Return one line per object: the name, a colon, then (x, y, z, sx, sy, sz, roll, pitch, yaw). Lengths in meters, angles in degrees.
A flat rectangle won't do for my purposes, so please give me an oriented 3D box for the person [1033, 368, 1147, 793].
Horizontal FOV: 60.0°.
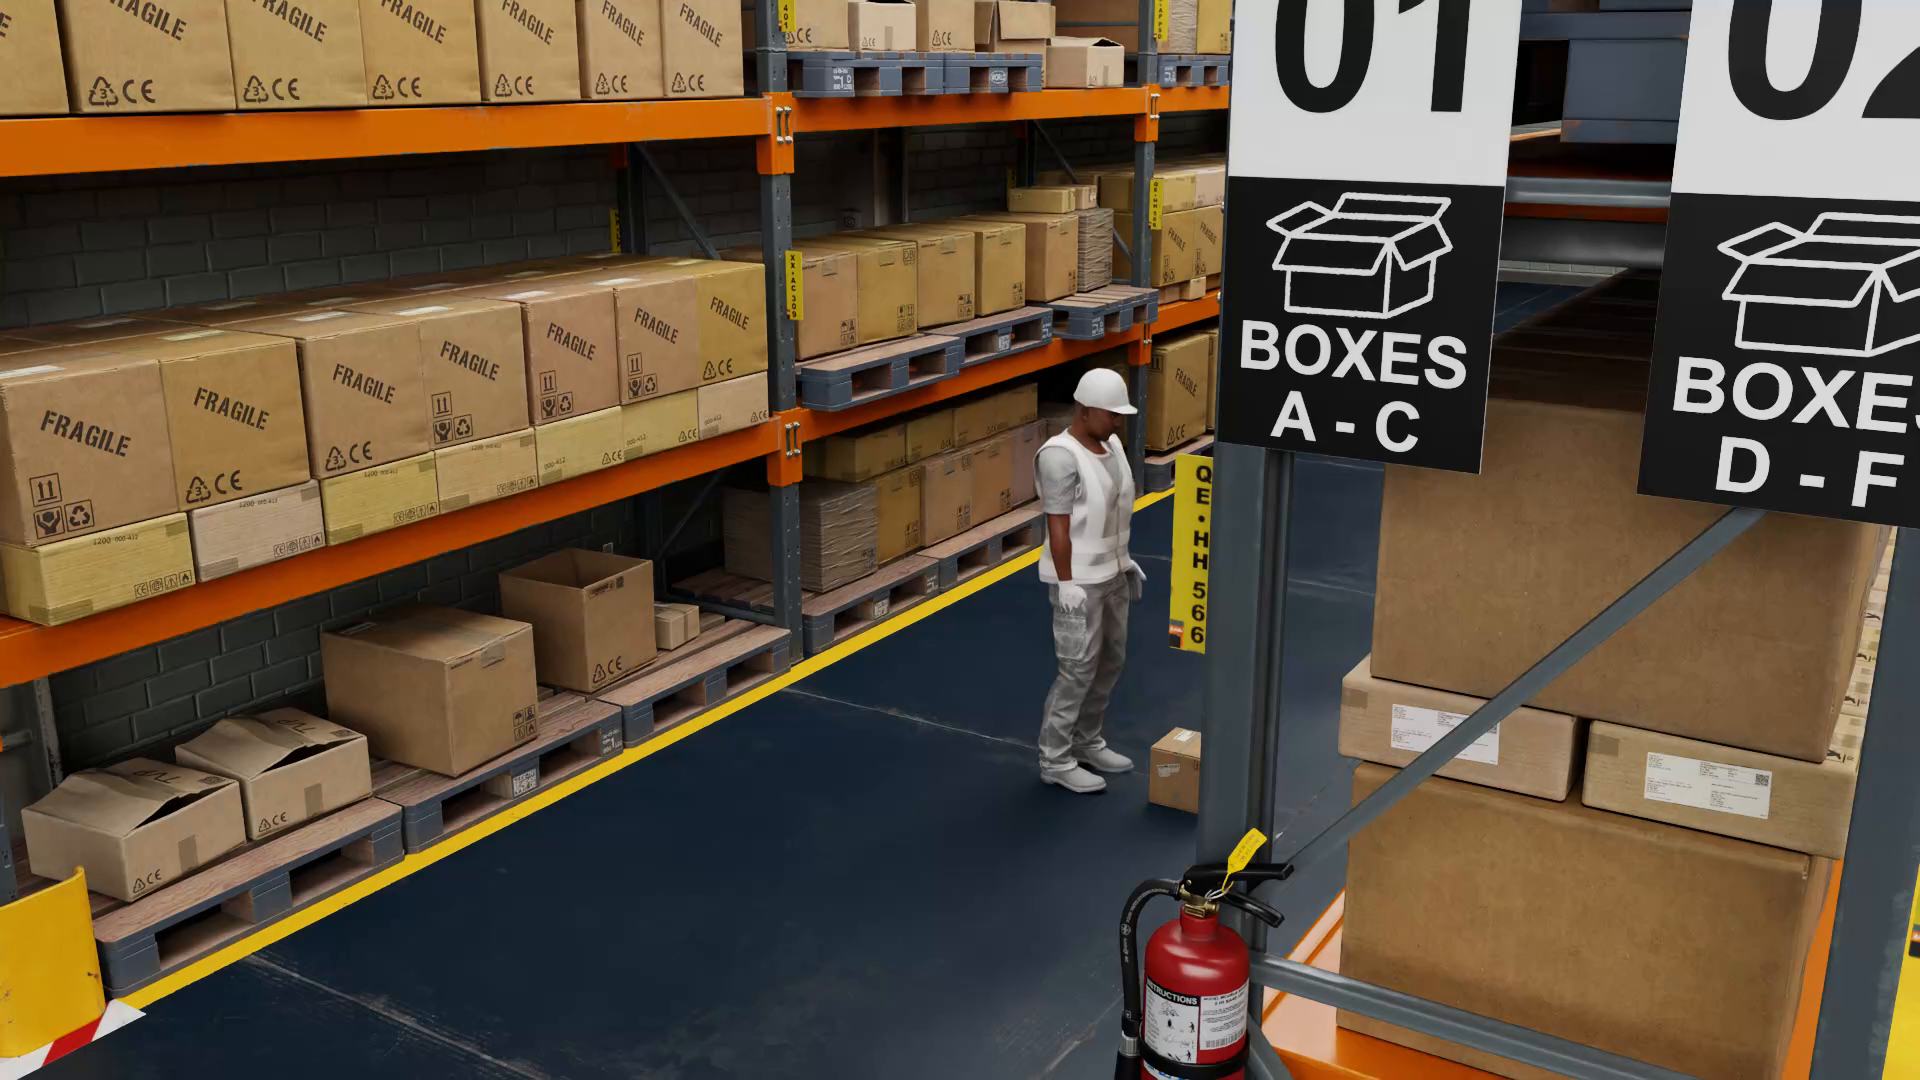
person: (0.543, 0.156, 6.979, 0.367, 1.777, 0.551, 10, 19, 31)
